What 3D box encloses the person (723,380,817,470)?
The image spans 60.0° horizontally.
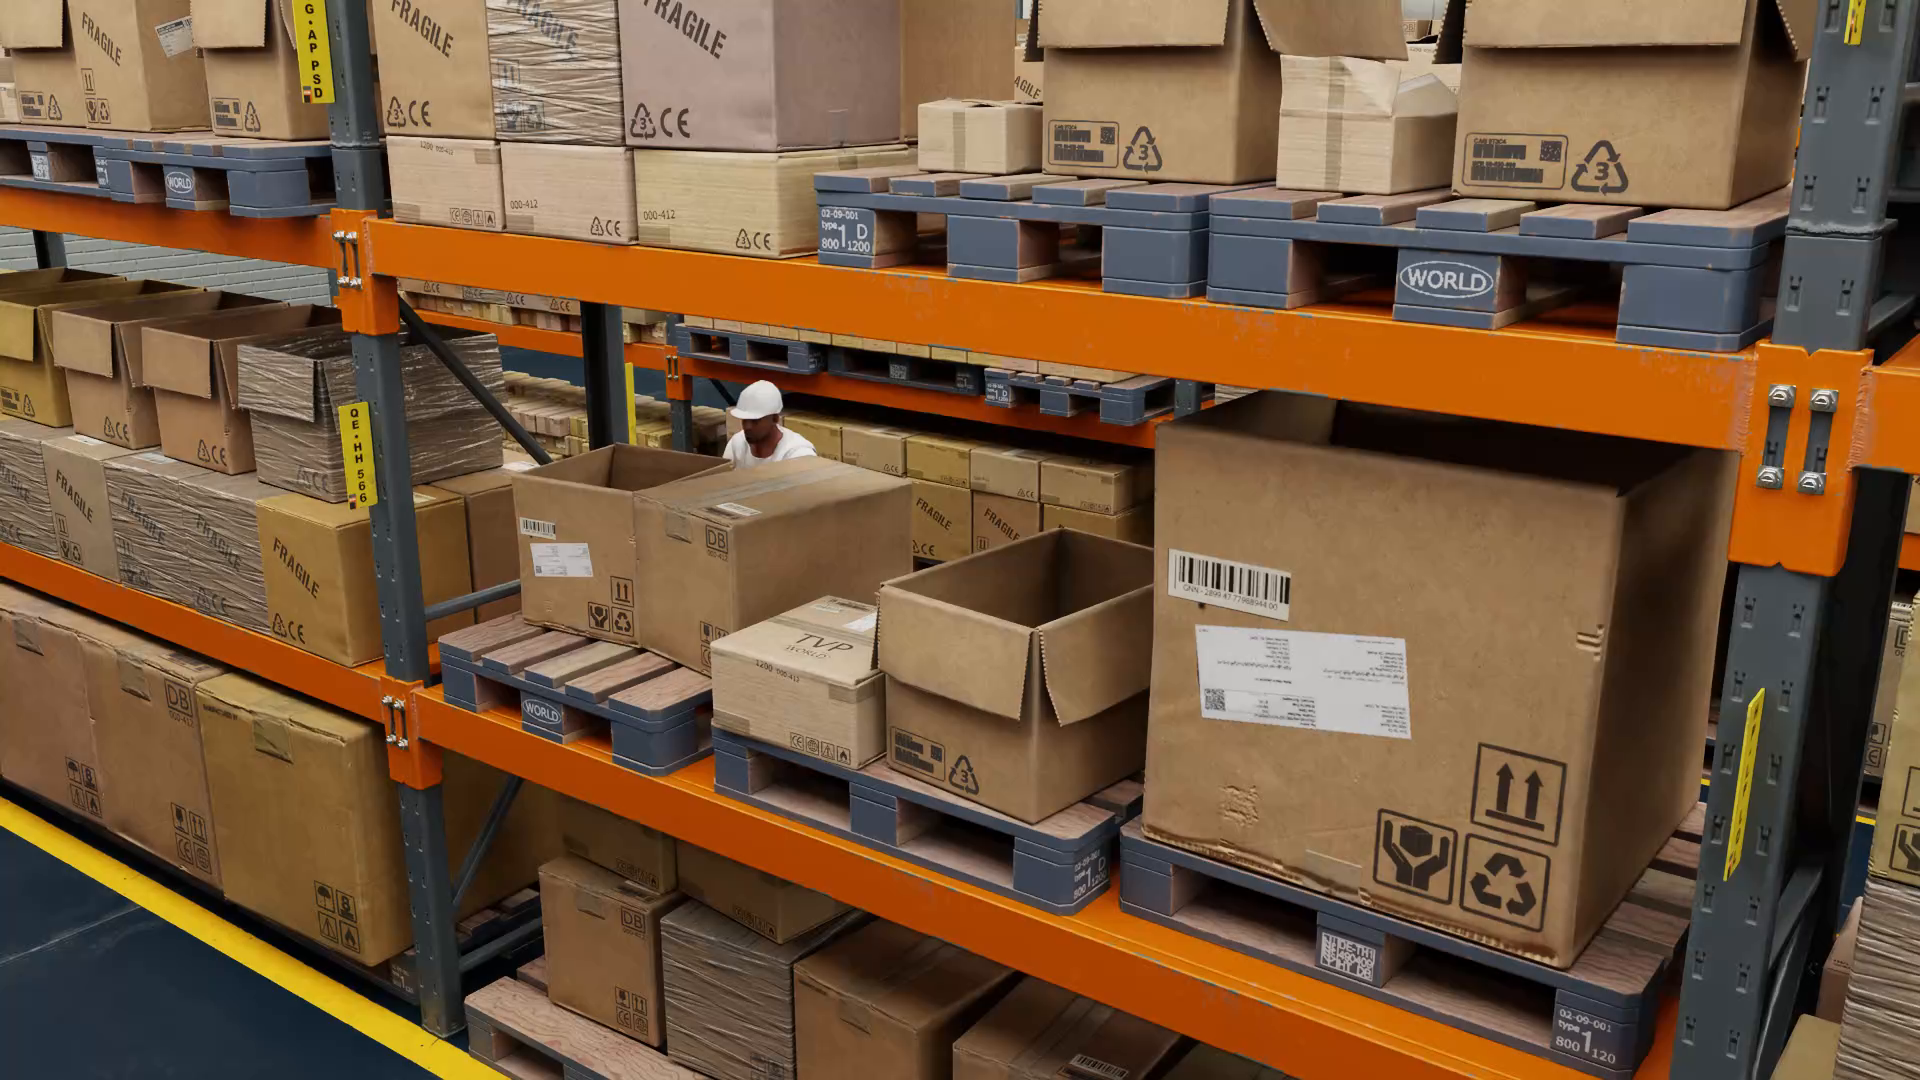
[{"bbox_3d":[-0.953,0.062,8.297,0.633,1.759,0.462,10,19,32],"label":"person"}]
